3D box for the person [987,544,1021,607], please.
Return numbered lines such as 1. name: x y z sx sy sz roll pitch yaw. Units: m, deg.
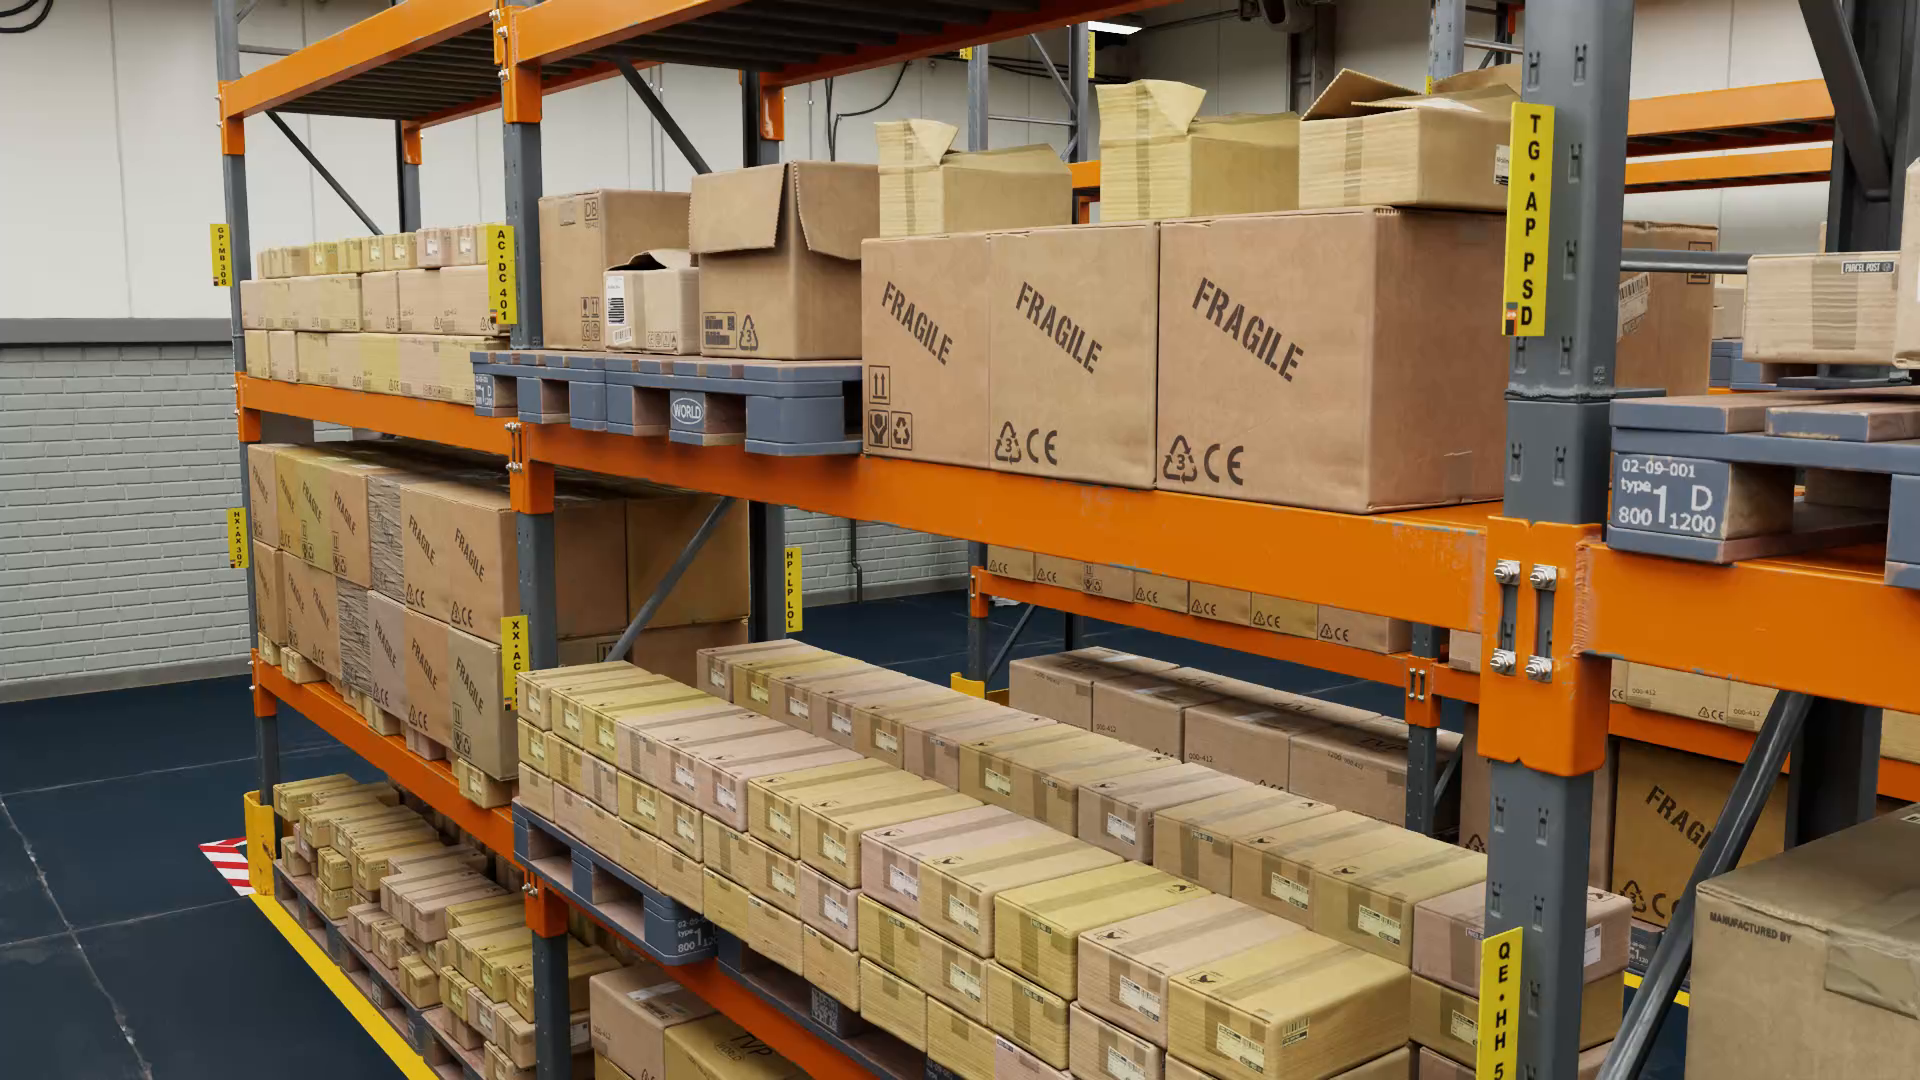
1. person: 0.373 -0.179 18.052 0.458 1.761 0.638 -6 10 -38
